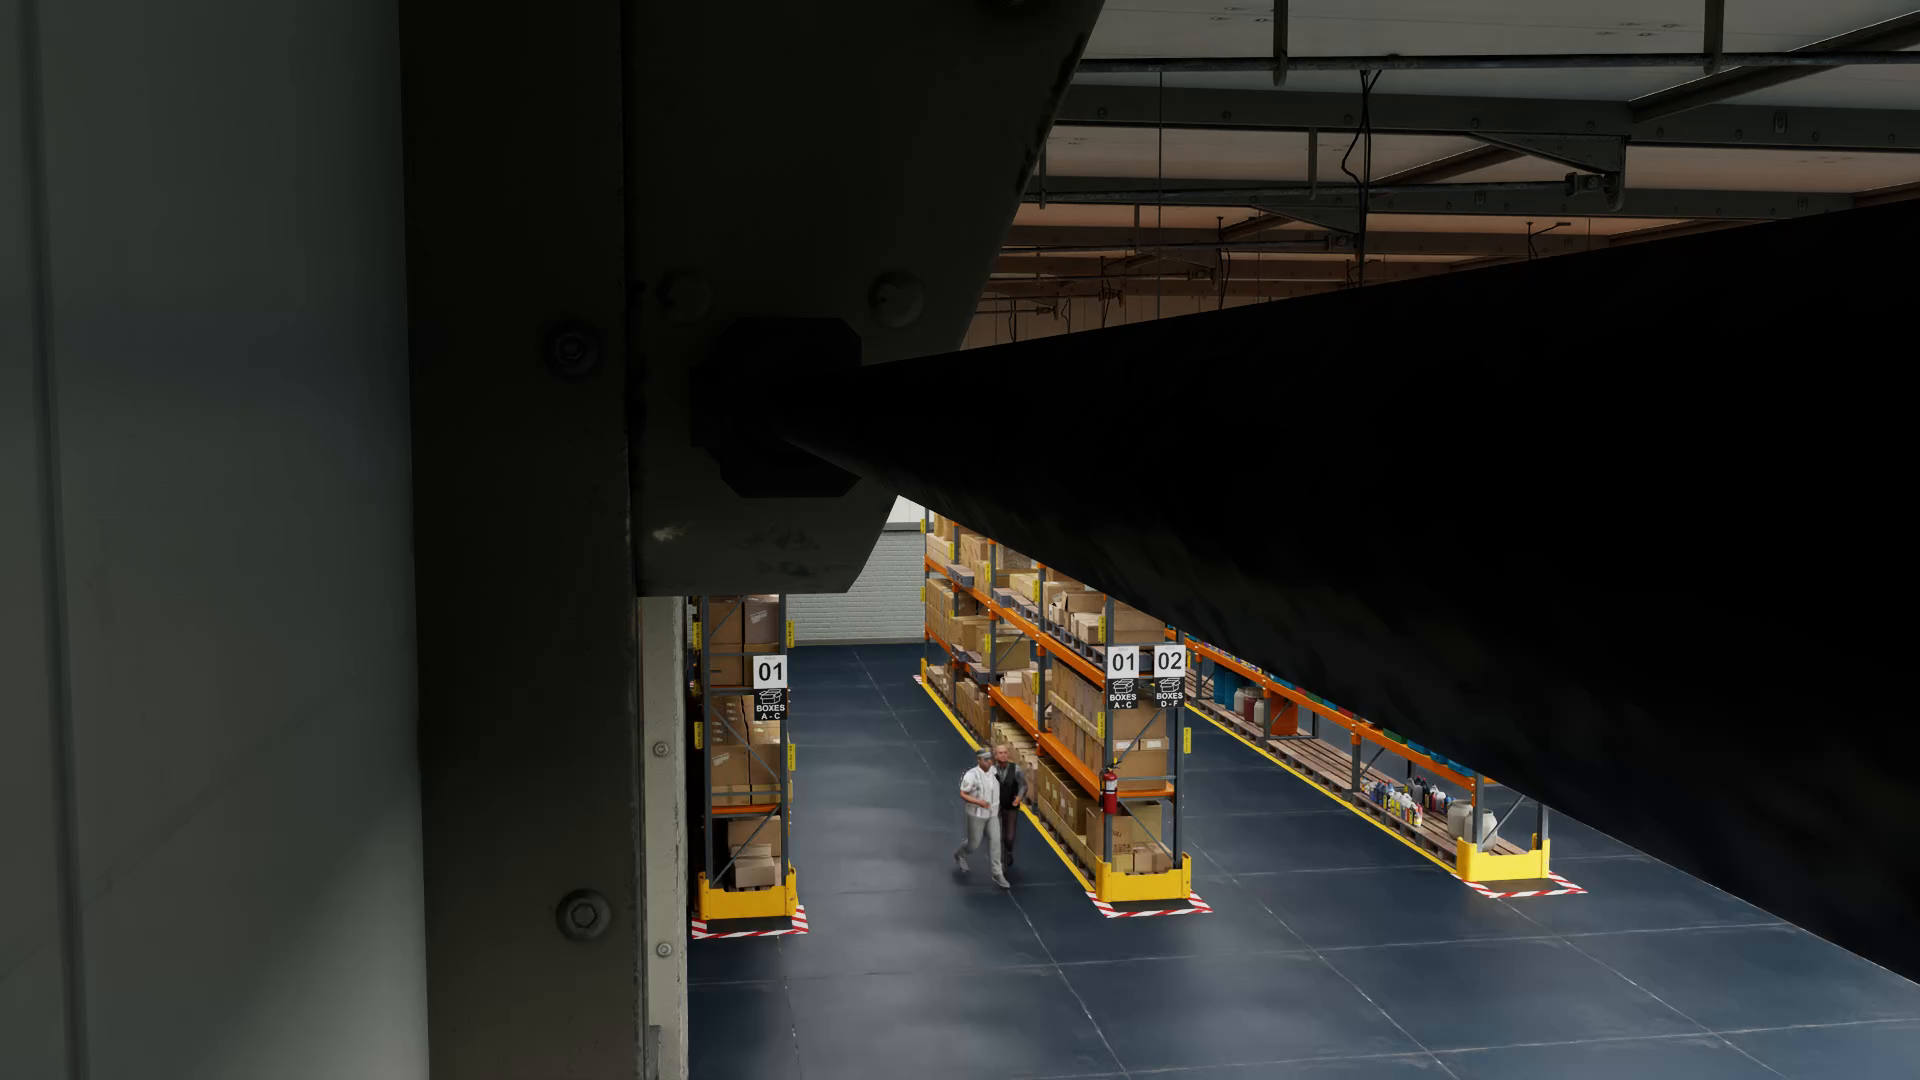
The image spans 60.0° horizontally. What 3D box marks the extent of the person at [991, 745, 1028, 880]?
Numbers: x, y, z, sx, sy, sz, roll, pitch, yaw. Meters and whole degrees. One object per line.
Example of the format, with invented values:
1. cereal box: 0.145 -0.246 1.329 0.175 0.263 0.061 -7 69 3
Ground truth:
1. person: 0.581 3.550 21.907 0.635 1.721 0.924 0 5 -1

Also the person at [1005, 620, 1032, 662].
1. person: 1.379 2.194 36.914 0.856 1.767 0.698 4 6 37

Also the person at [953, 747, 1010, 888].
1. person: 0.281 3.537 21.510 0.667 1.779 0.999 -3 6 -35
